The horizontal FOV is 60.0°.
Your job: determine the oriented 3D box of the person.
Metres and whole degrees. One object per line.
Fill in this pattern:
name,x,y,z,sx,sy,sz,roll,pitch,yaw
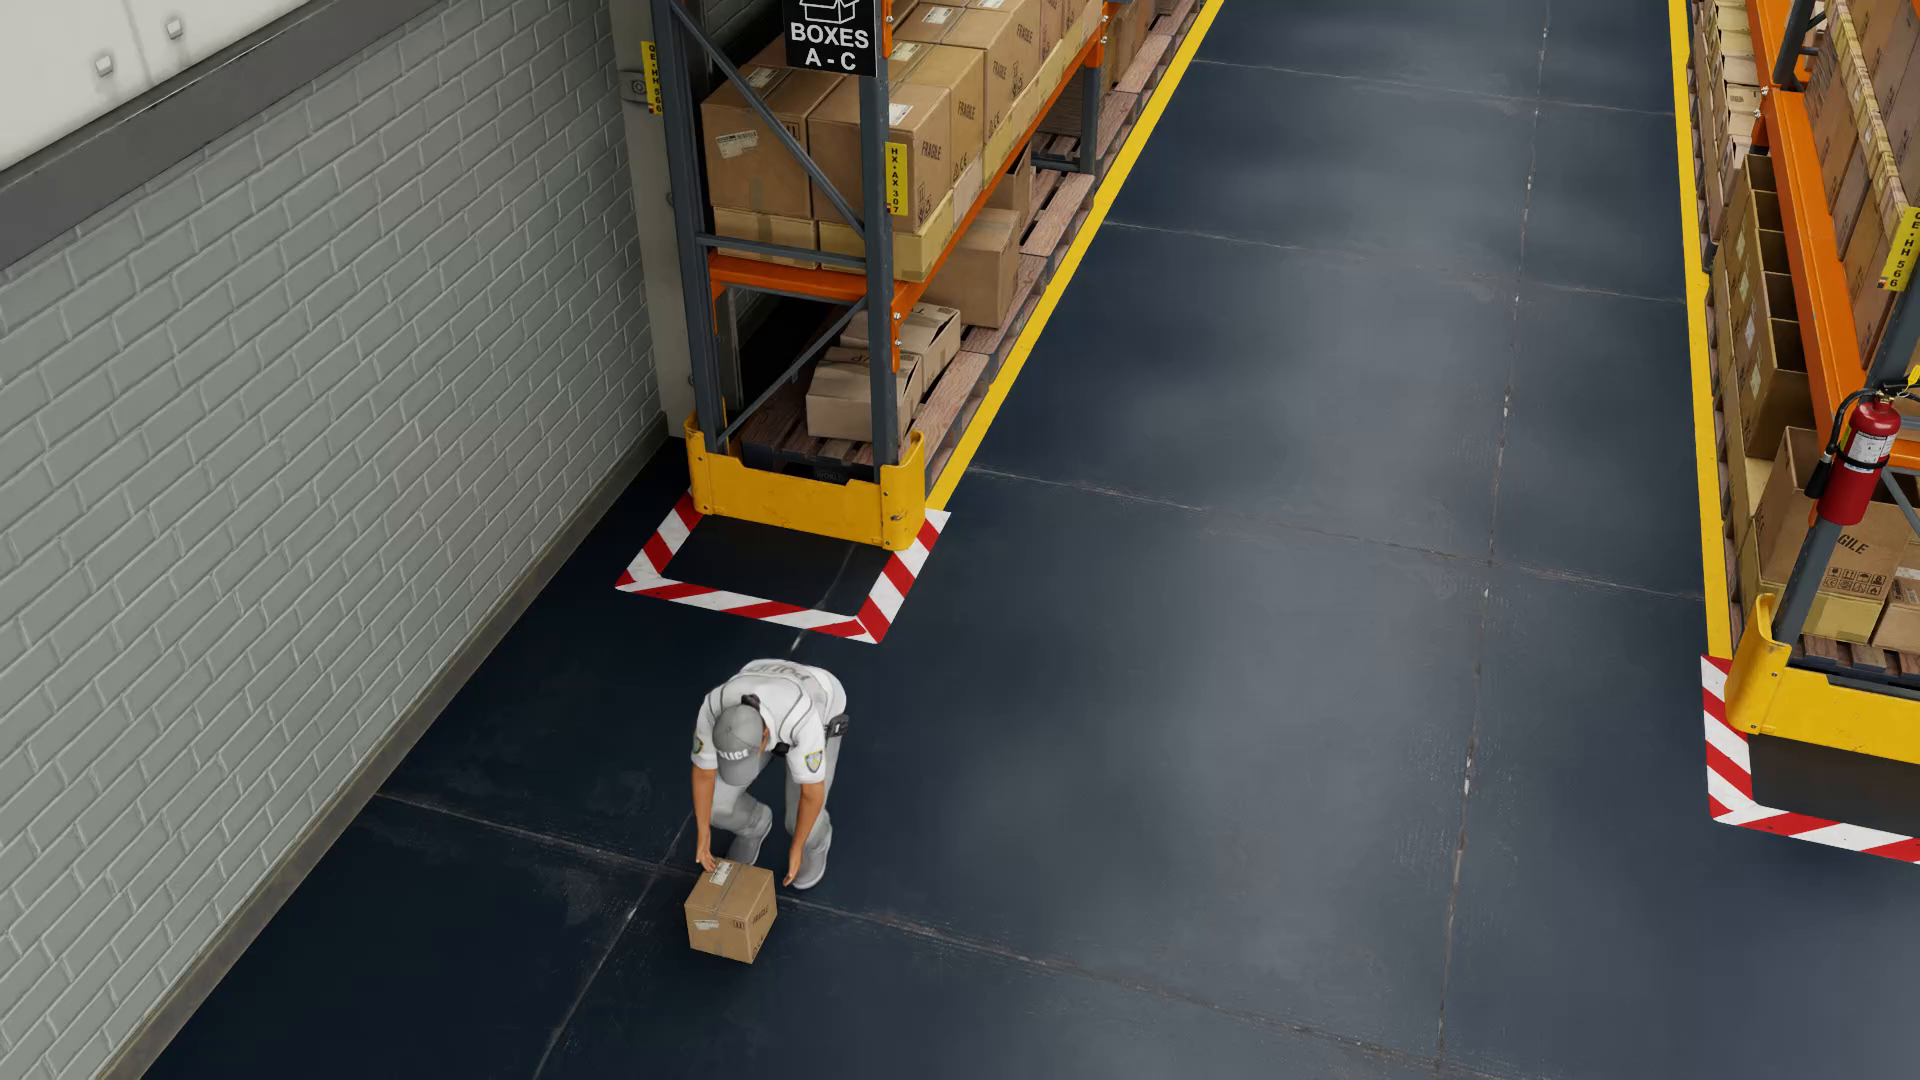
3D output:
person,-0.698,0.847,6.252,0.530,1.094,0.833,11,39,14
